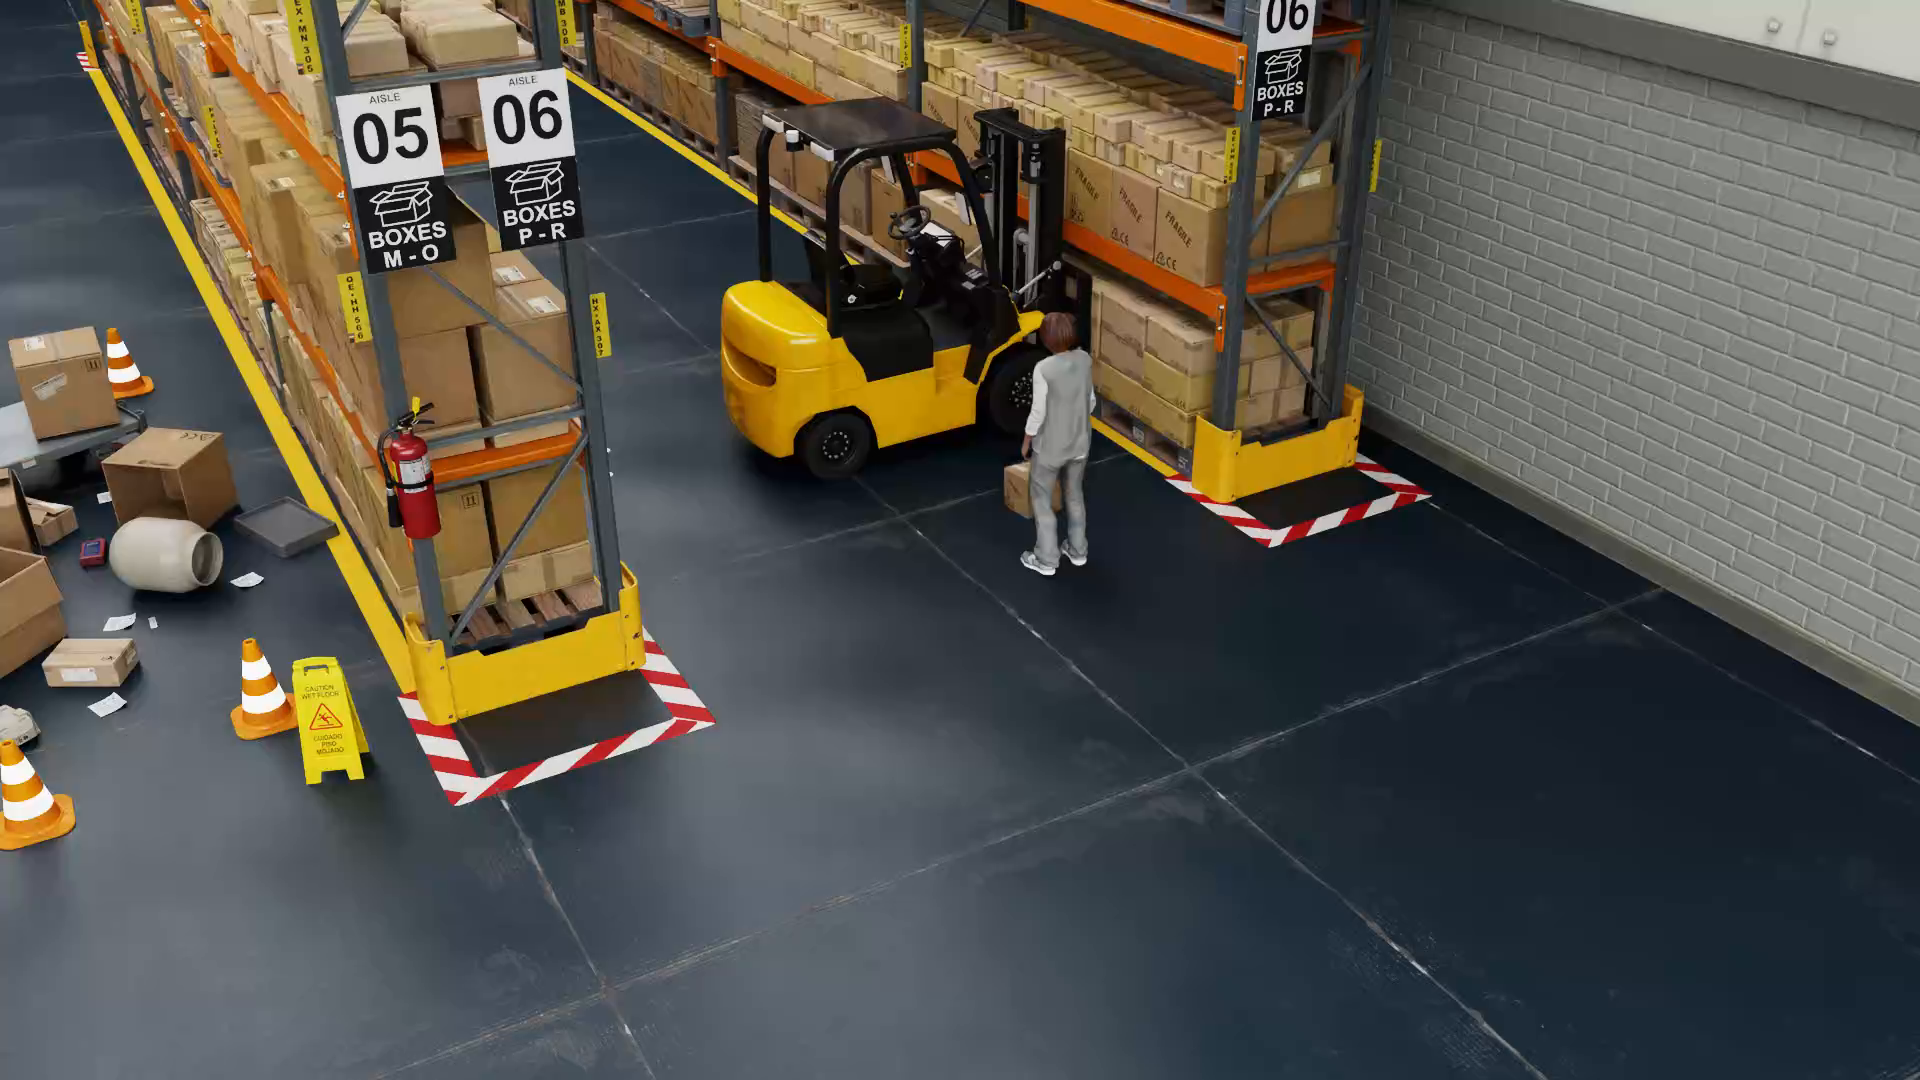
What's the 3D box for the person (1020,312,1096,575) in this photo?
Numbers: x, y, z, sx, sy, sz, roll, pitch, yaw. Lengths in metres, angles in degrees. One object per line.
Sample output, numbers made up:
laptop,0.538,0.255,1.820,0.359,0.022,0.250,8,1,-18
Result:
person,0.566,-0.541,9.515,0.453,1.597,0.342,-17,34,-27
